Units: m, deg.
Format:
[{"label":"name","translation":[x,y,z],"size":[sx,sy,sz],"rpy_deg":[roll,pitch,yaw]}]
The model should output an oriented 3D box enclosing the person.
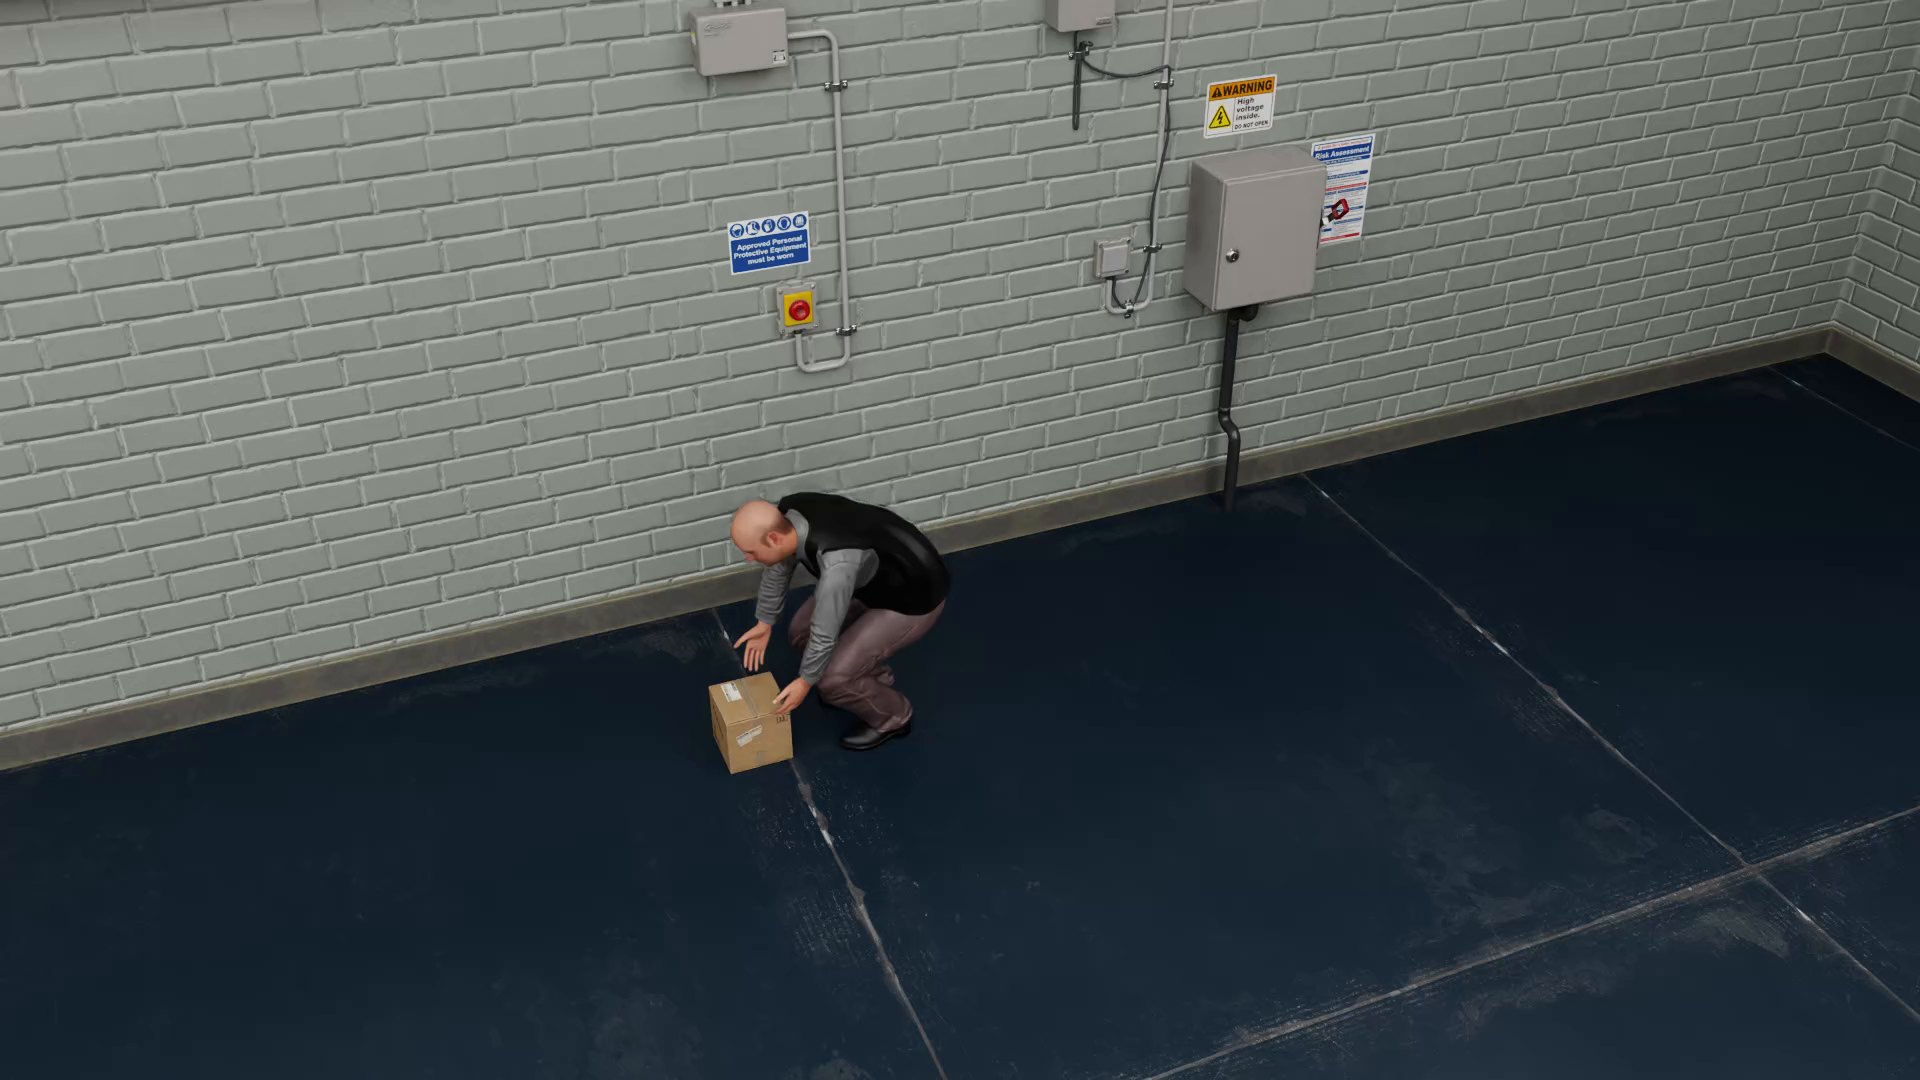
[{"label":"person","translation":[-0.436,0.277,6.284],"size":[0.823,1.129,0.568],"rpy_deg":[-13,35,-19]}]
